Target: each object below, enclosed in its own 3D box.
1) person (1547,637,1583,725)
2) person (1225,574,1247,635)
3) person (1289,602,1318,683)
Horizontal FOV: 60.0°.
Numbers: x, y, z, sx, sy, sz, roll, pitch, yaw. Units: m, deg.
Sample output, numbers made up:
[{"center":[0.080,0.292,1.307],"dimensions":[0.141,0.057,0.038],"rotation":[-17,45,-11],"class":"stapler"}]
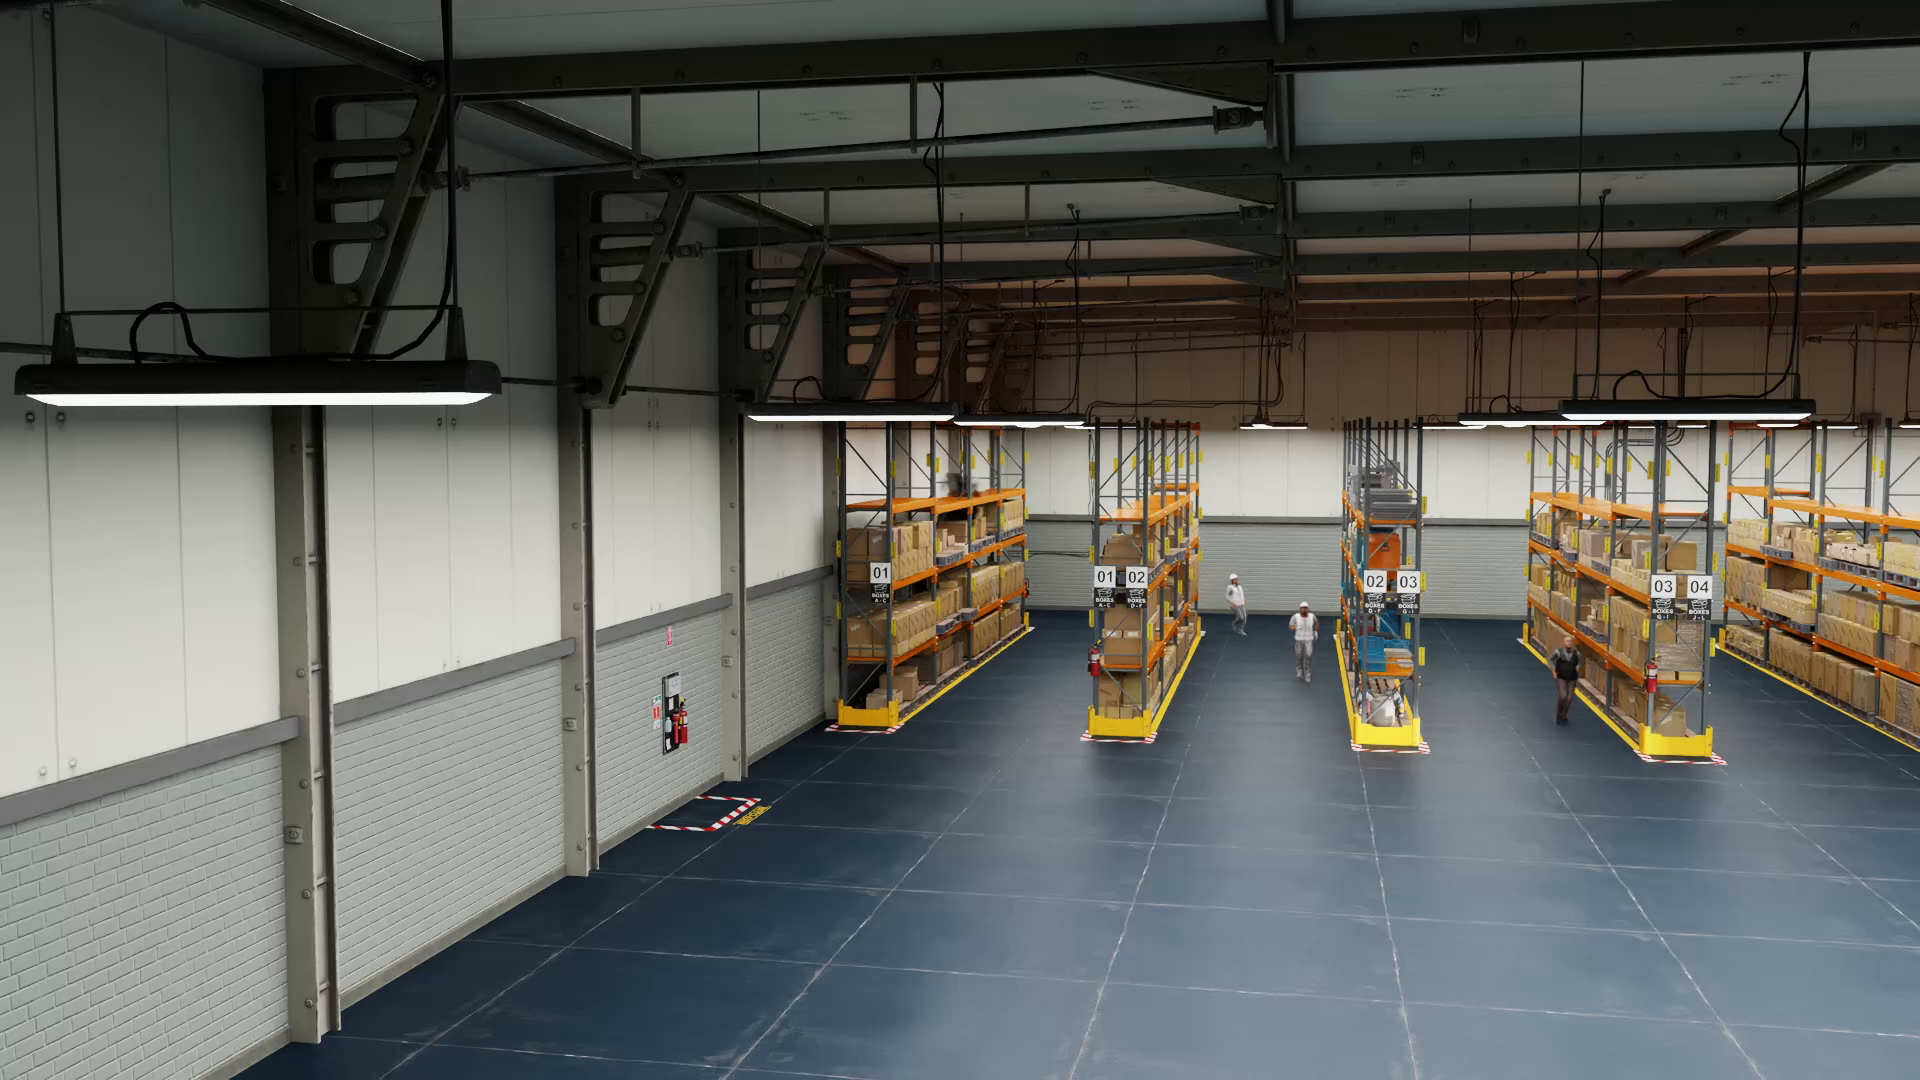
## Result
[{"center":[11.883,2.760,32.581],"dimensions":[0.633,1.738,0.726],"rotation":[0,4,4],"class":"person"},{"center":[7.828,1.830,46.989],"dimensions":[0.692,1.733,0.522],"rotation":[-3,5,-37],"class":"person"},{"center":[7.905,2.346,38.286],"dimensions":[0.673,1.856,0.821],"rotation":[1,4,9],"class":"person"}]
